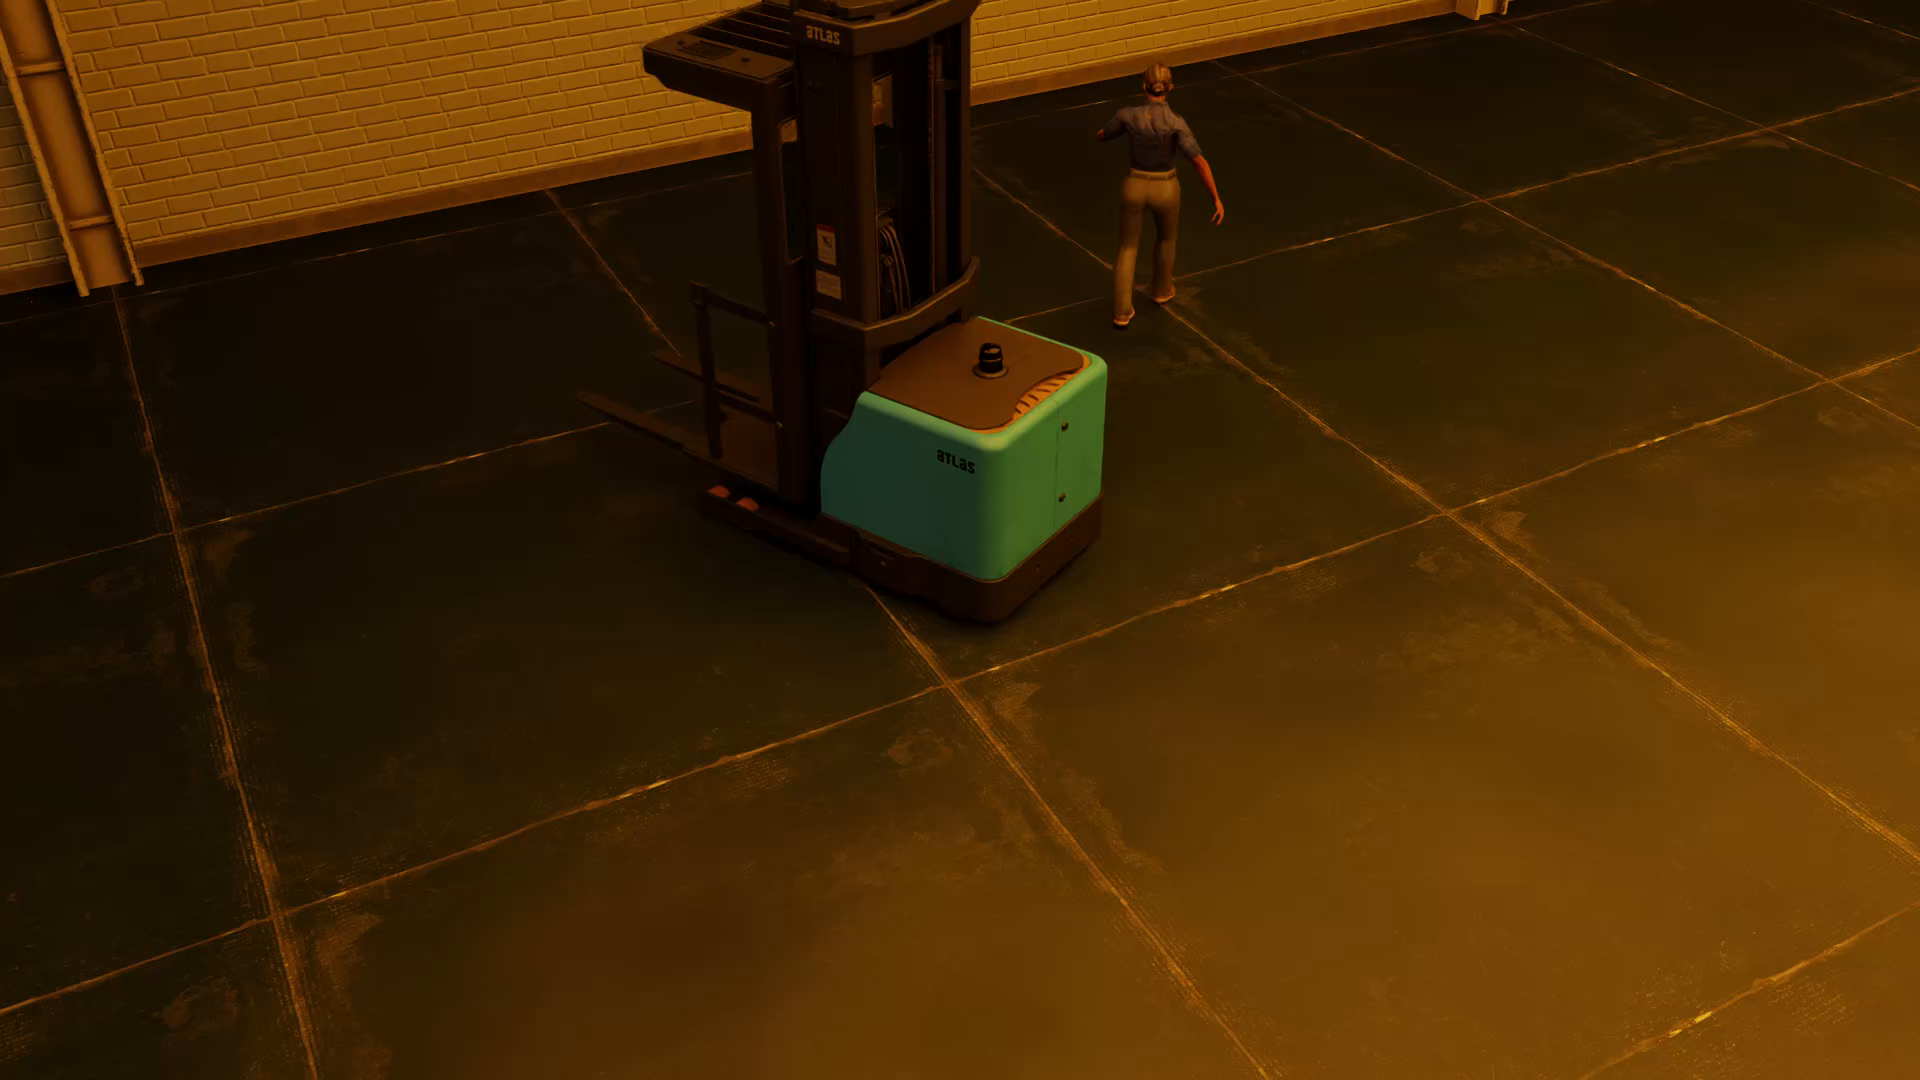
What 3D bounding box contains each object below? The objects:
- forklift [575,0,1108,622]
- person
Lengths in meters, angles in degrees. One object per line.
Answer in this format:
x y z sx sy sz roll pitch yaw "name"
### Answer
-0.762 -1.475 8.210 3.031 2.935 1.130 23 41 28 "forklift"
1.226 -2.166 10.336 0.891 1.639 0.732 9 36 13 "person"
